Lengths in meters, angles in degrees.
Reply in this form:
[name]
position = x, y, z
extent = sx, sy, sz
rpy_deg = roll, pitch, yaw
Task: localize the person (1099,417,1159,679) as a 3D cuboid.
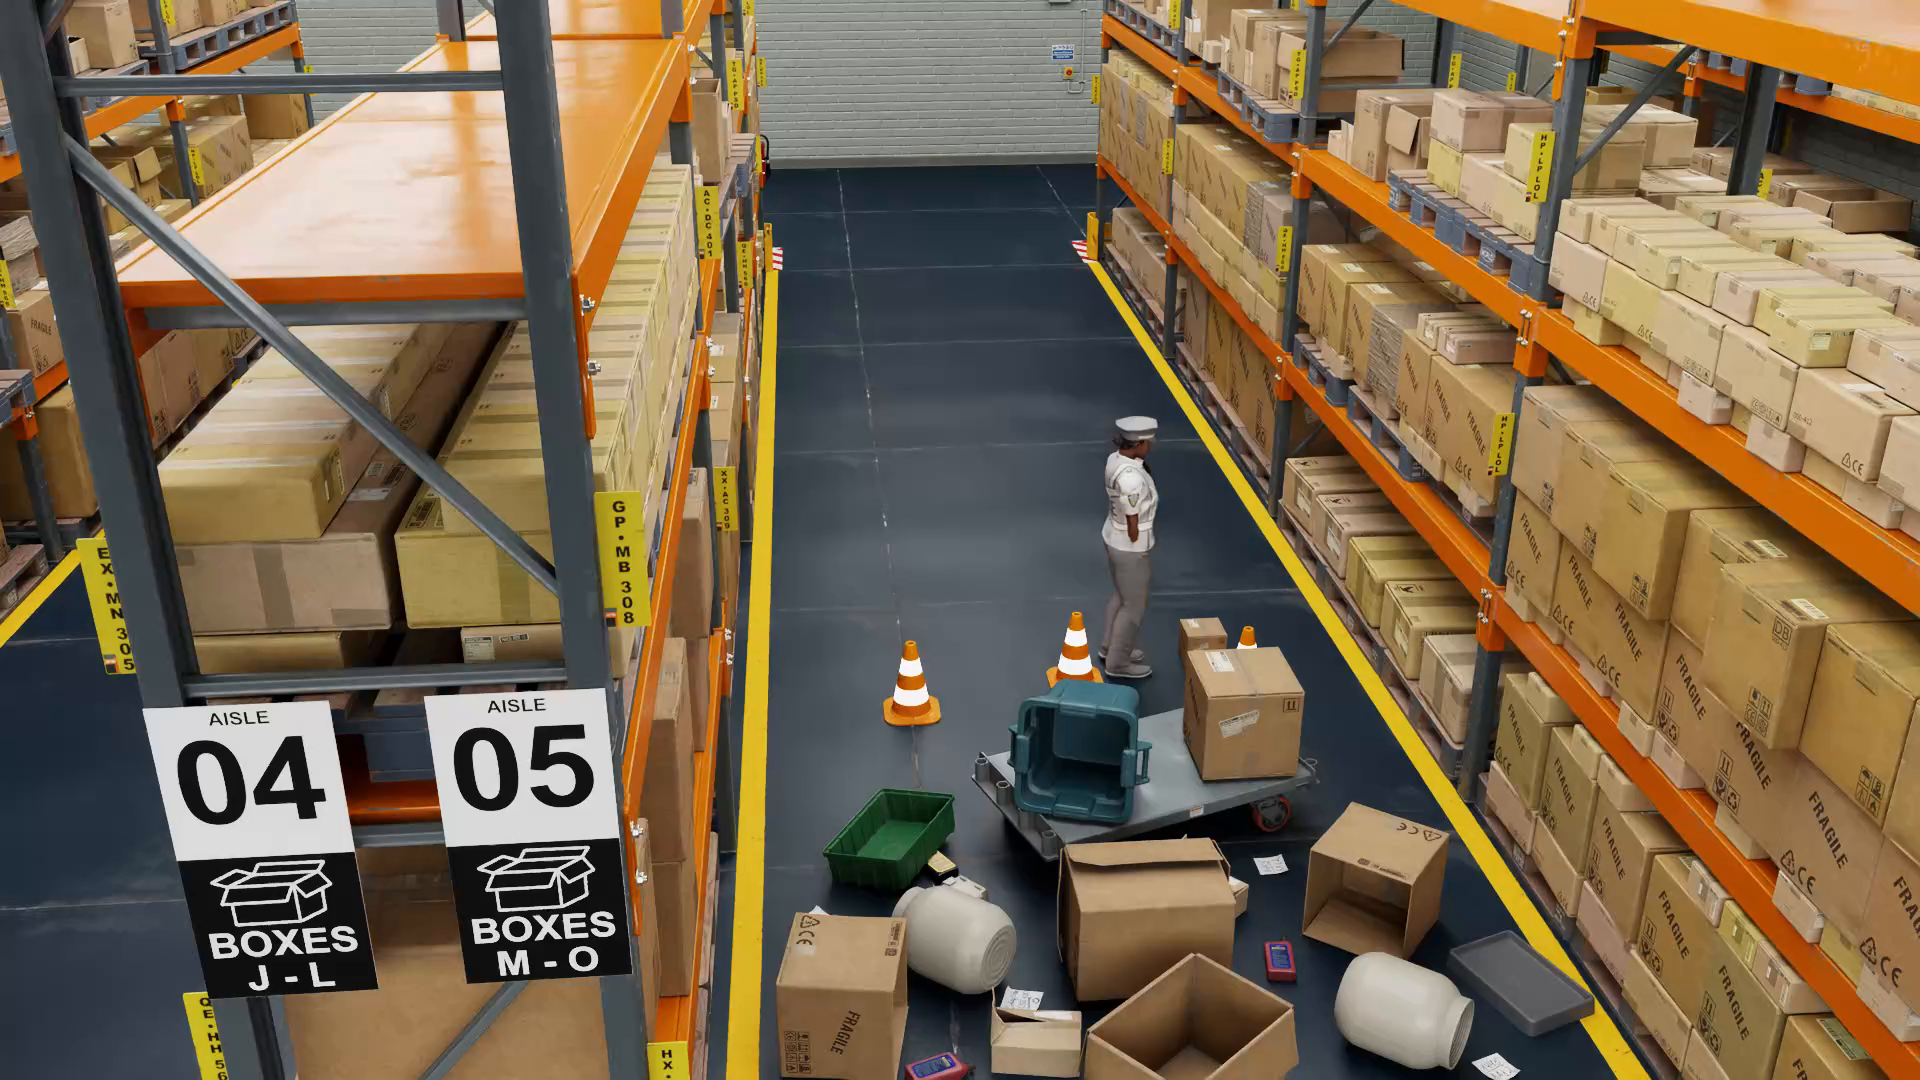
[person]
position = 1.041, 0.043, 10.238
extent = 0.339, 1.661, 0.439
rpy_deg = -2, 24, -4
